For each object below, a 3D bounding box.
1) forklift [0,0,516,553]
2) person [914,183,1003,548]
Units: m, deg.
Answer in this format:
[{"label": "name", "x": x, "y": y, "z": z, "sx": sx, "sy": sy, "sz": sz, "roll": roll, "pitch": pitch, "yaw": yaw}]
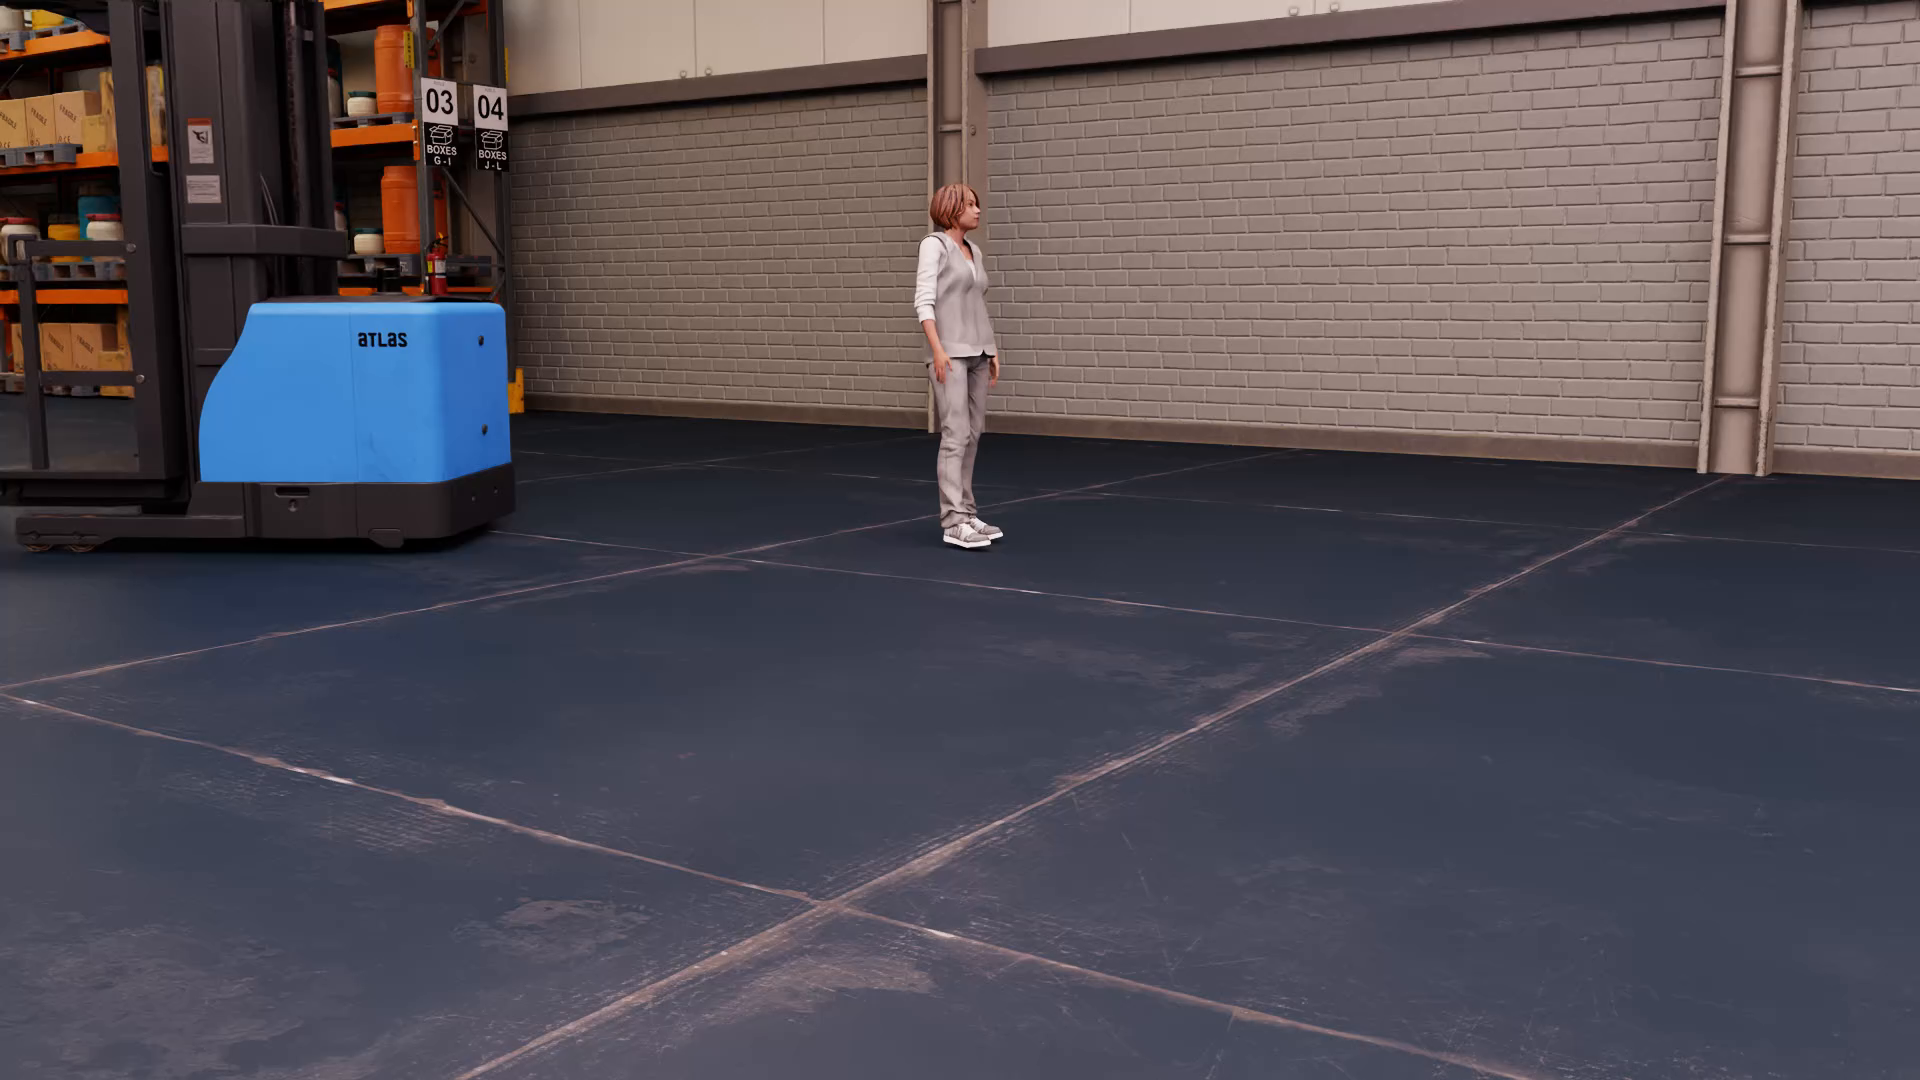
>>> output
[{"label": "forklift", "x": -3.691, "y": -1.469, "z": 7.526, "sx": 3.031, "sy": 2.935, "sz": 1.130, "roll": 0, "pitch": 8, "yaw": 3}, {"label": "person", "x": 0.054, "y": -0.790, "z": 7.438, "sx": 0.473, "sy": 1.599, "sz": 0.521, "roll": 5, "pitch": 10, "yaw": 34}]
